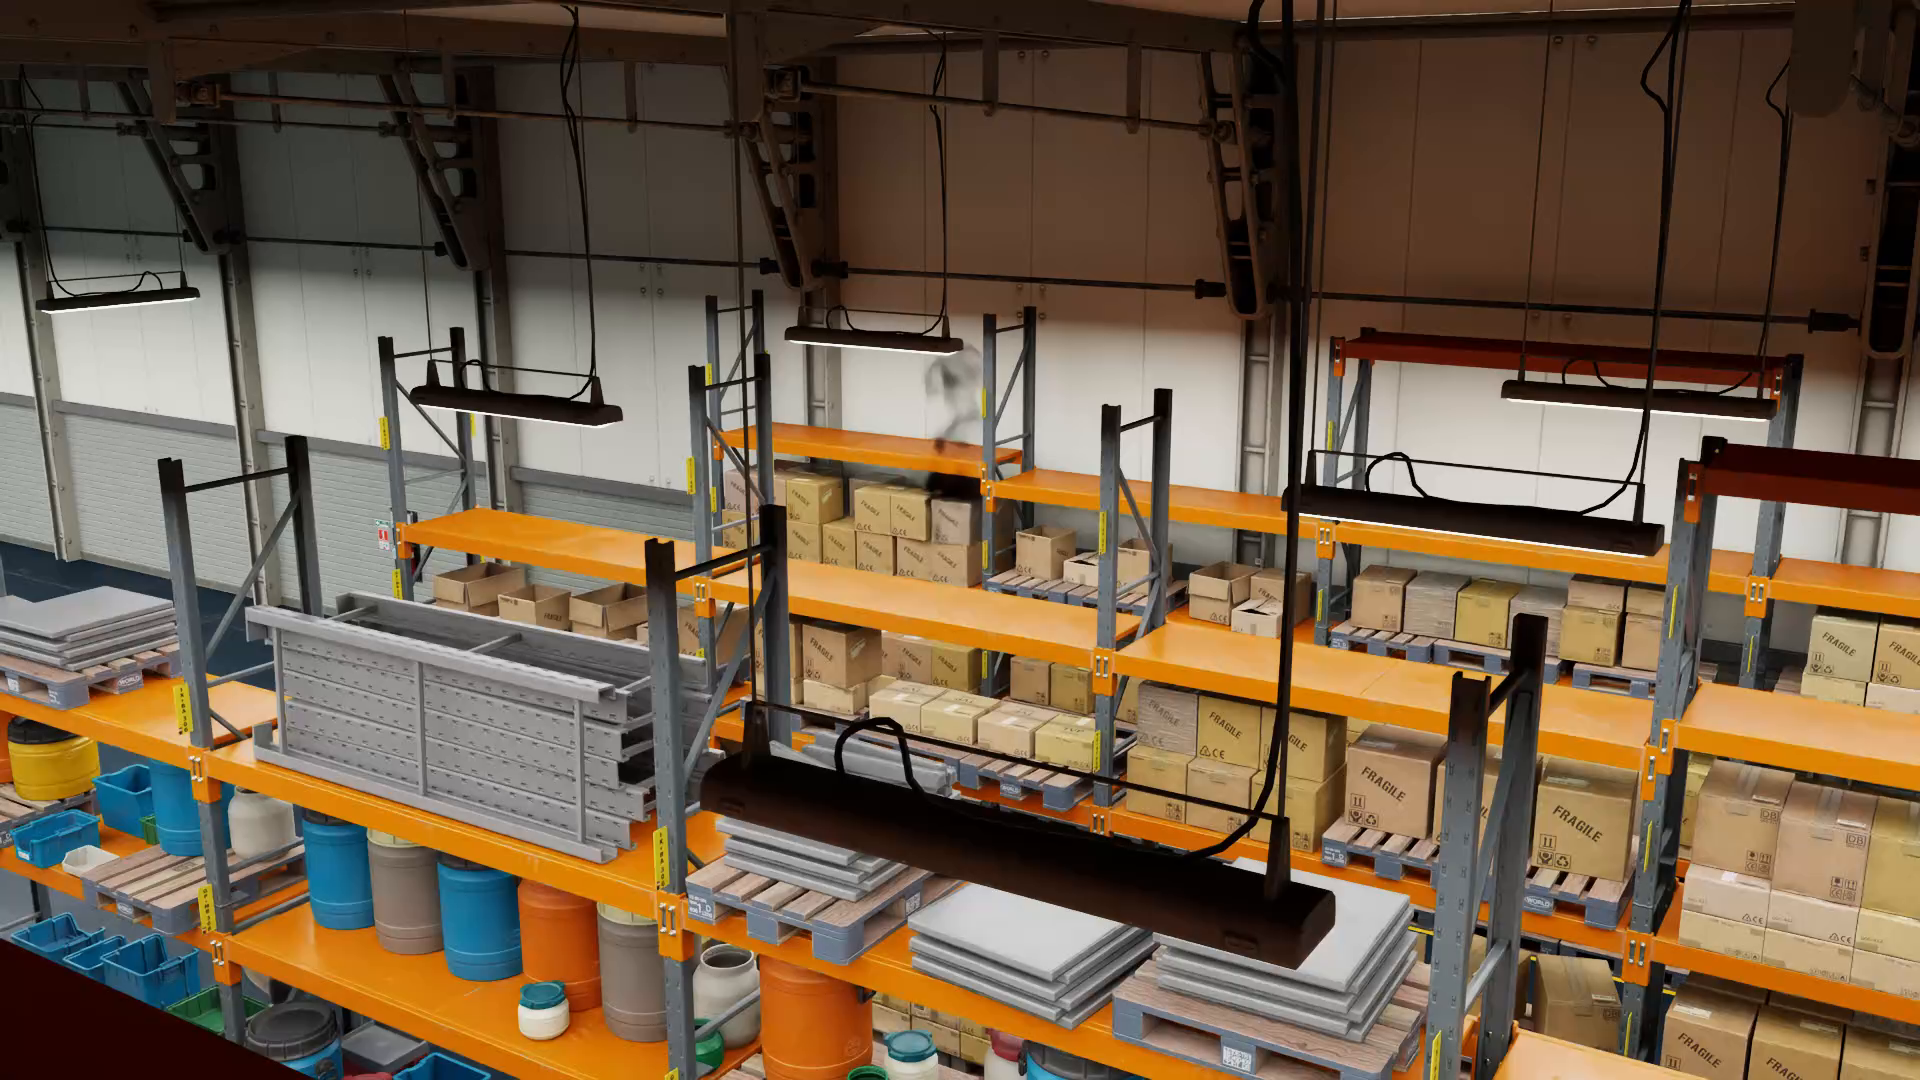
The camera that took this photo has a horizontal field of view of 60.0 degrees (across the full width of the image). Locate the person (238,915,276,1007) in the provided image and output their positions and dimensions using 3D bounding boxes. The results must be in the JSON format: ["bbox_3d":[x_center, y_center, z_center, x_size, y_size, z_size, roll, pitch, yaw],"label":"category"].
[{"bbox_3d":[-6.524,3.578,15.262,0.705,1.661,0.628,0,14,-2],"label":"person"}]

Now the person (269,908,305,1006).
[{"bbox_3d":[-5.882,3.799,14.551,0.559,1.614,0.570,7,15,26],"label":"person"}]
